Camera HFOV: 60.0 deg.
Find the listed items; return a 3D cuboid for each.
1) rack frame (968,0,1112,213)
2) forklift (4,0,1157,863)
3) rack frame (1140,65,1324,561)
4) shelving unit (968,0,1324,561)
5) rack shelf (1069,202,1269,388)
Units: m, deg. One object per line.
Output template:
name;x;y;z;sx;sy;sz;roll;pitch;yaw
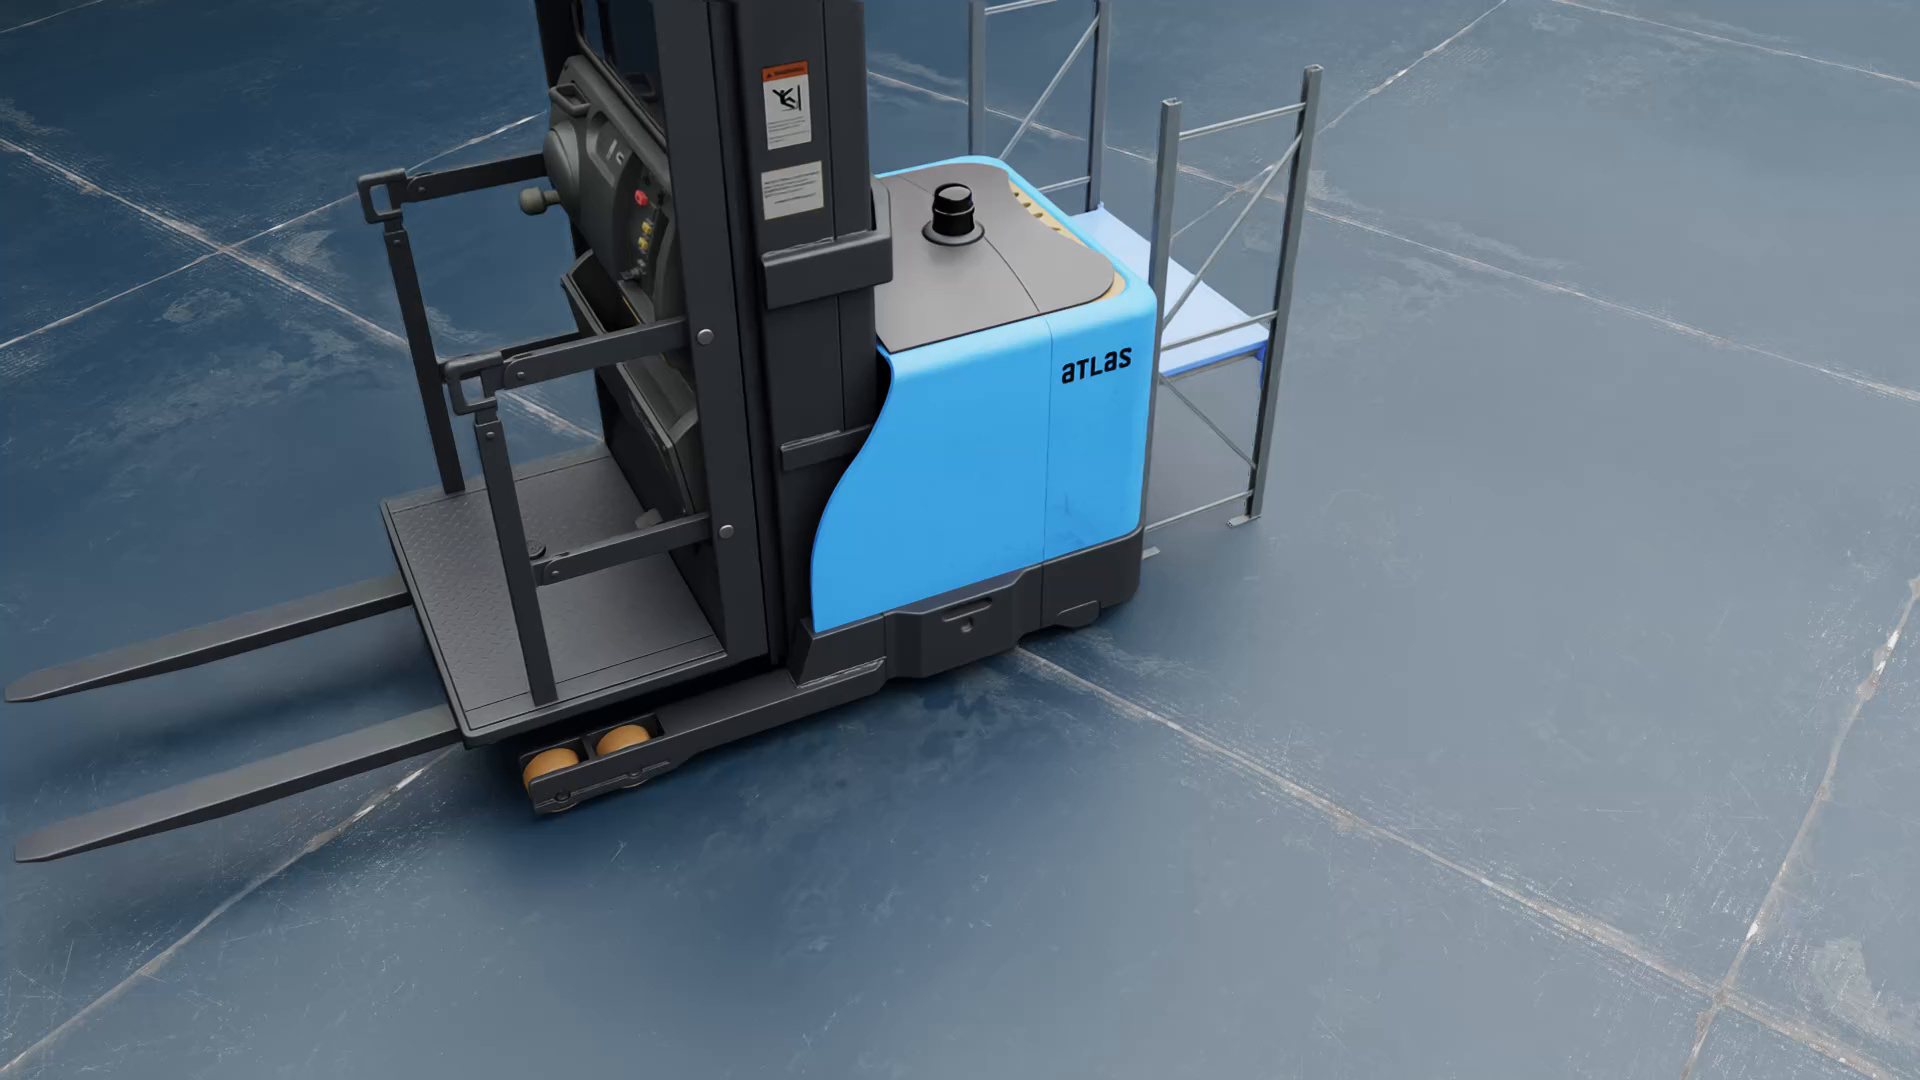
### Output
rack frame;0.250;-1.146;5.496;0.500;1.500;0.032;-19;42;-22
forklift;-1.019;-0.818;3.917;3.031;2.935;1.130;-17;41;-20
rack frame;0.741;-0.597;4.795;0.500;1.500;0.032;-19;42;-22
shelving unit;0.496;-0.871;5.146;0.538;1.500;1.048;-19;42;-22
rack shelf;0.496;-0.729;5.257;0.538;0.185;1.000;-19;42;-22
